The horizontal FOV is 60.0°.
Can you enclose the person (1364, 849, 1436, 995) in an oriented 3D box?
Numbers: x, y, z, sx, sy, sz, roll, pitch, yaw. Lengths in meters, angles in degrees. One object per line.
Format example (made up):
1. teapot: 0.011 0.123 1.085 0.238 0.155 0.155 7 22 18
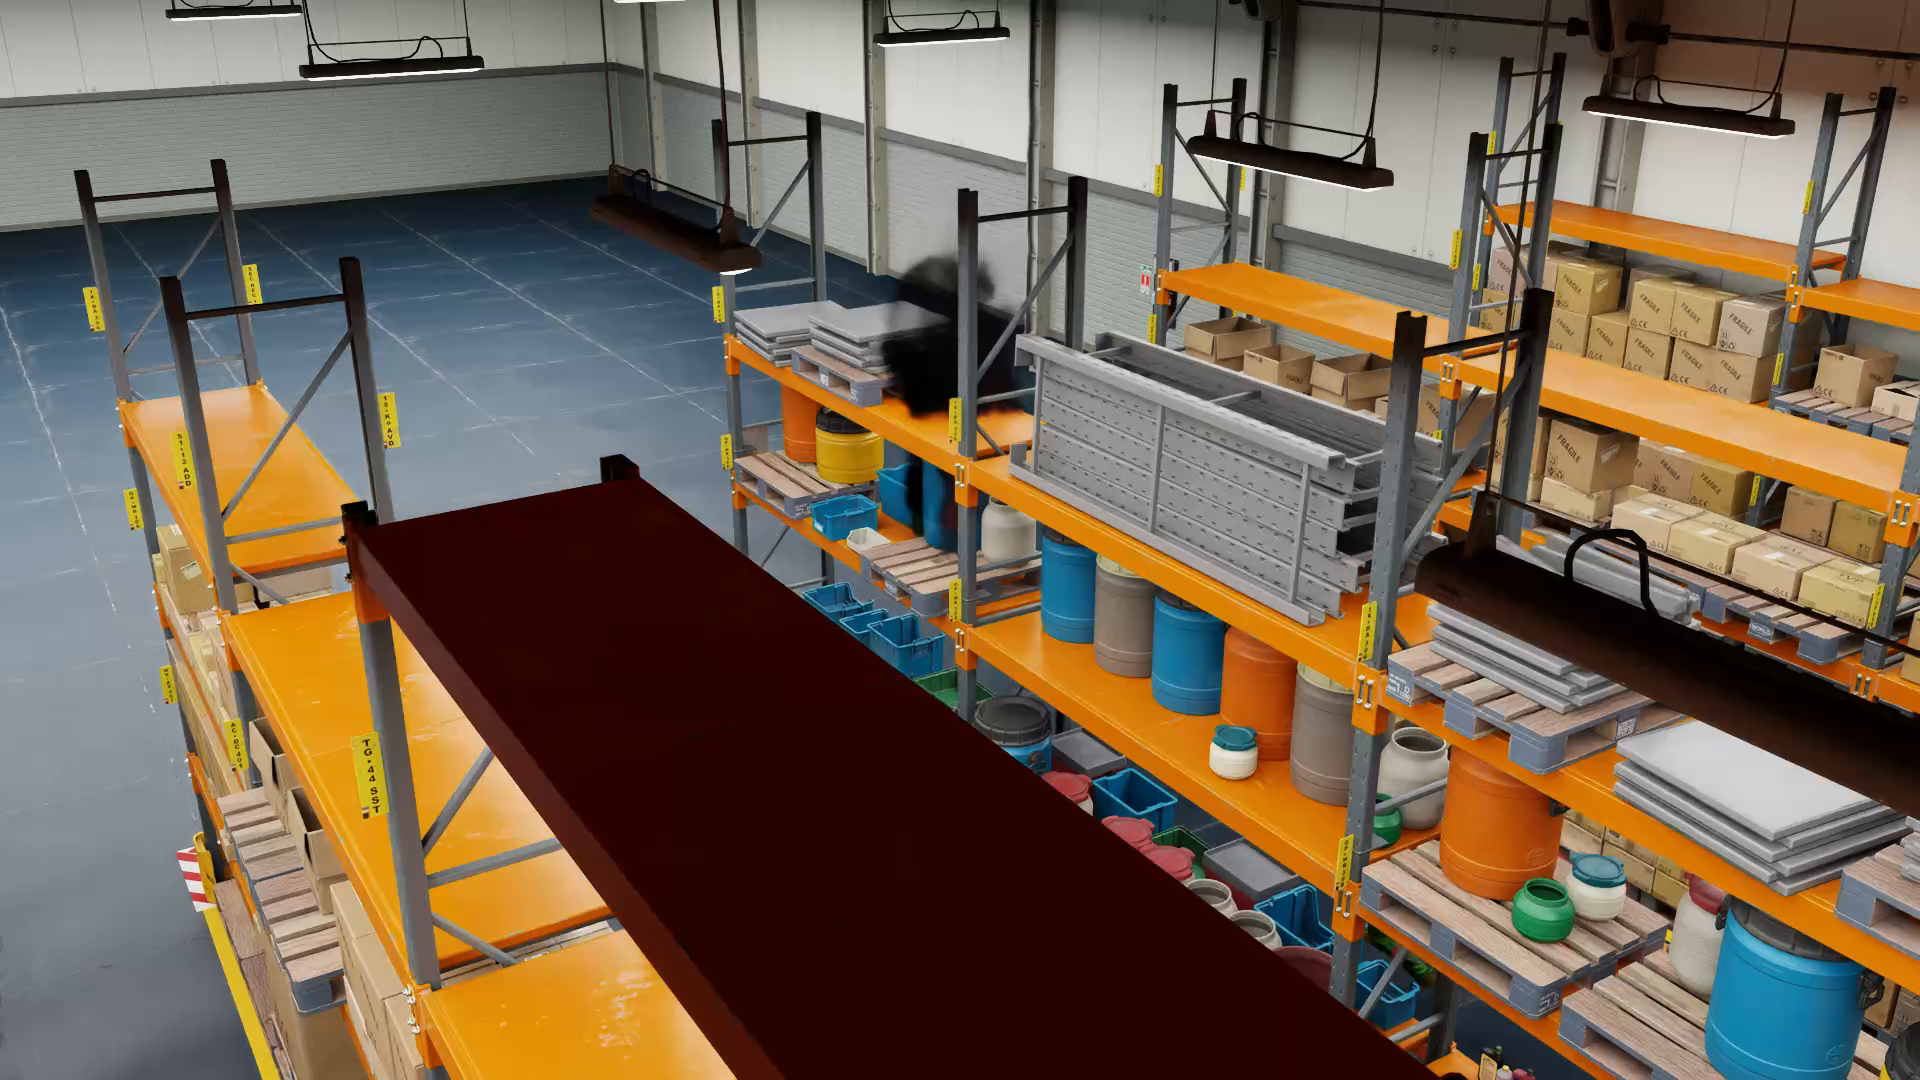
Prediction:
1. person: 3.318 2.577 12.490 0.663 1.651 0.872 -18 28 -38
